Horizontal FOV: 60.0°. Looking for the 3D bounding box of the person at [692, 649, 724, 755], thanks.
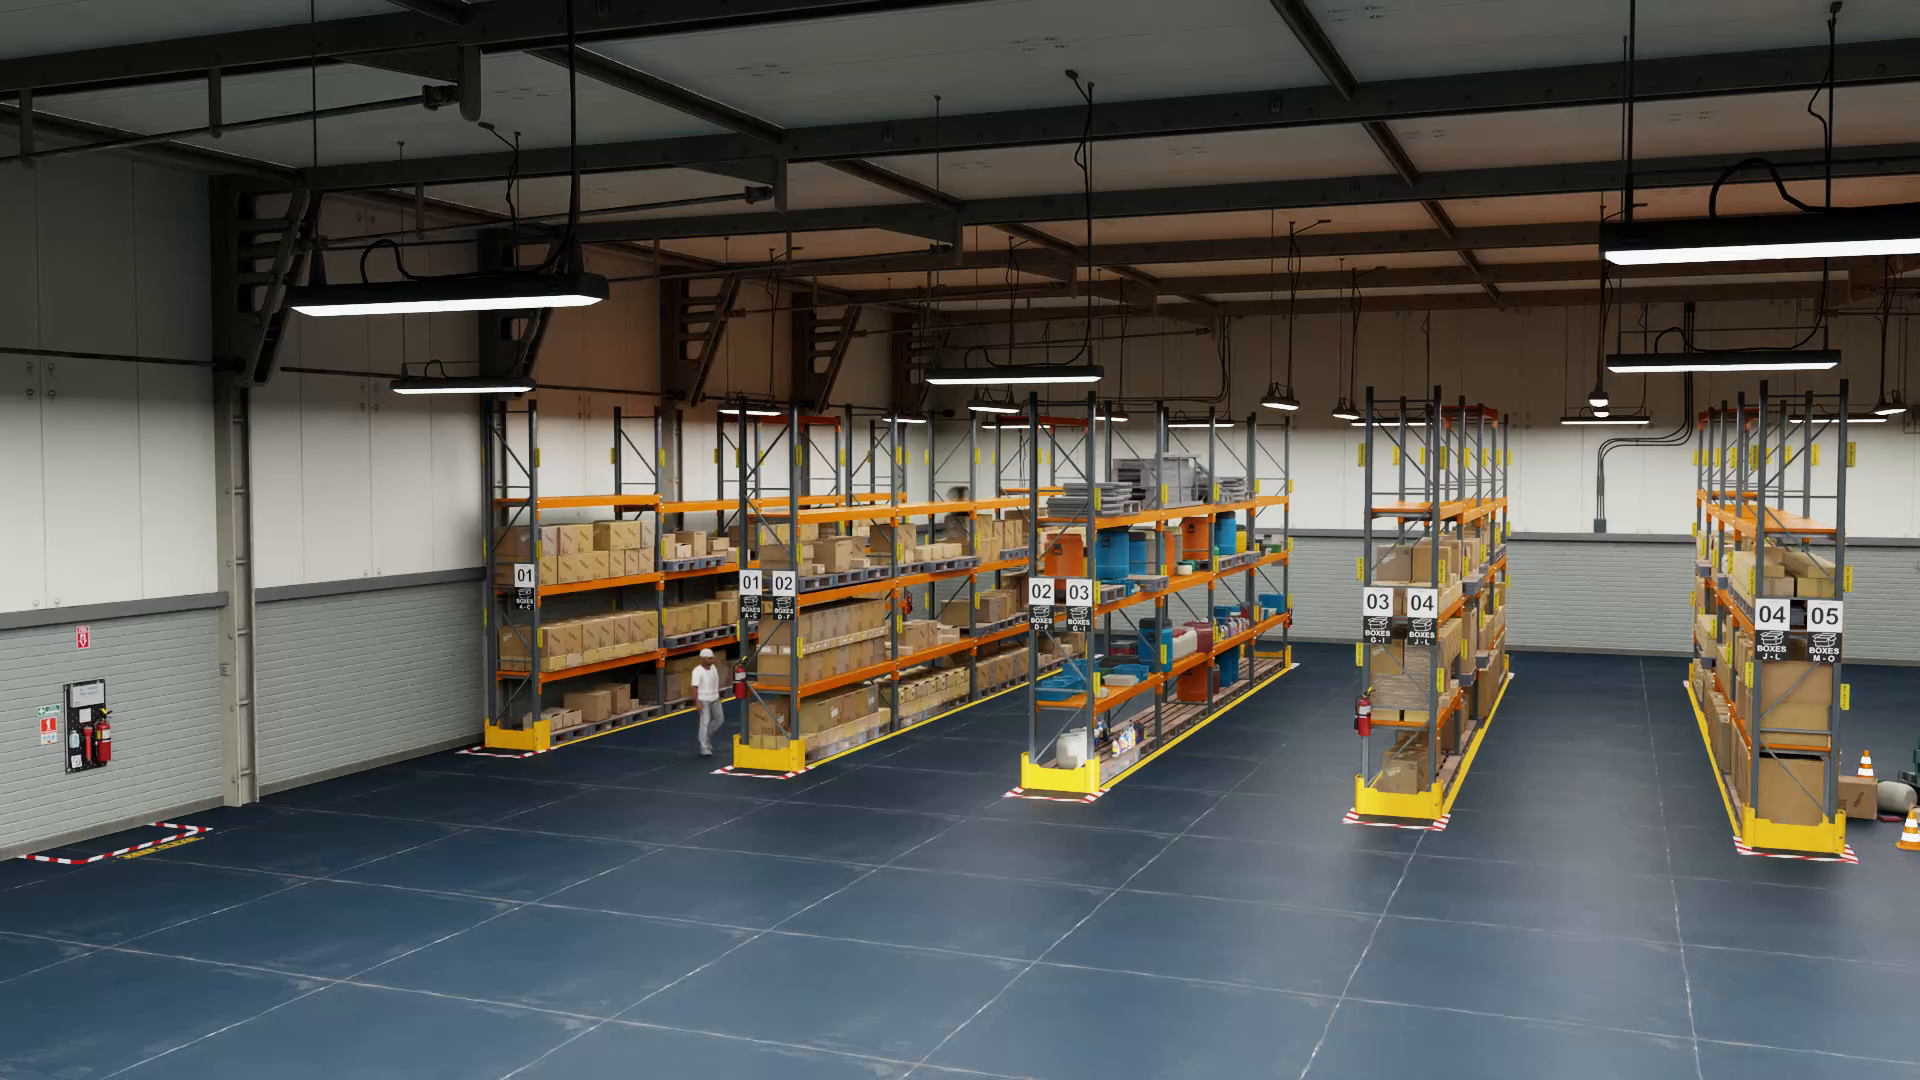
[{"bbox_3d":[-4.260,2.723,28.177,0.545,1.765,0.714,2,3,36],"label":"person"}]
